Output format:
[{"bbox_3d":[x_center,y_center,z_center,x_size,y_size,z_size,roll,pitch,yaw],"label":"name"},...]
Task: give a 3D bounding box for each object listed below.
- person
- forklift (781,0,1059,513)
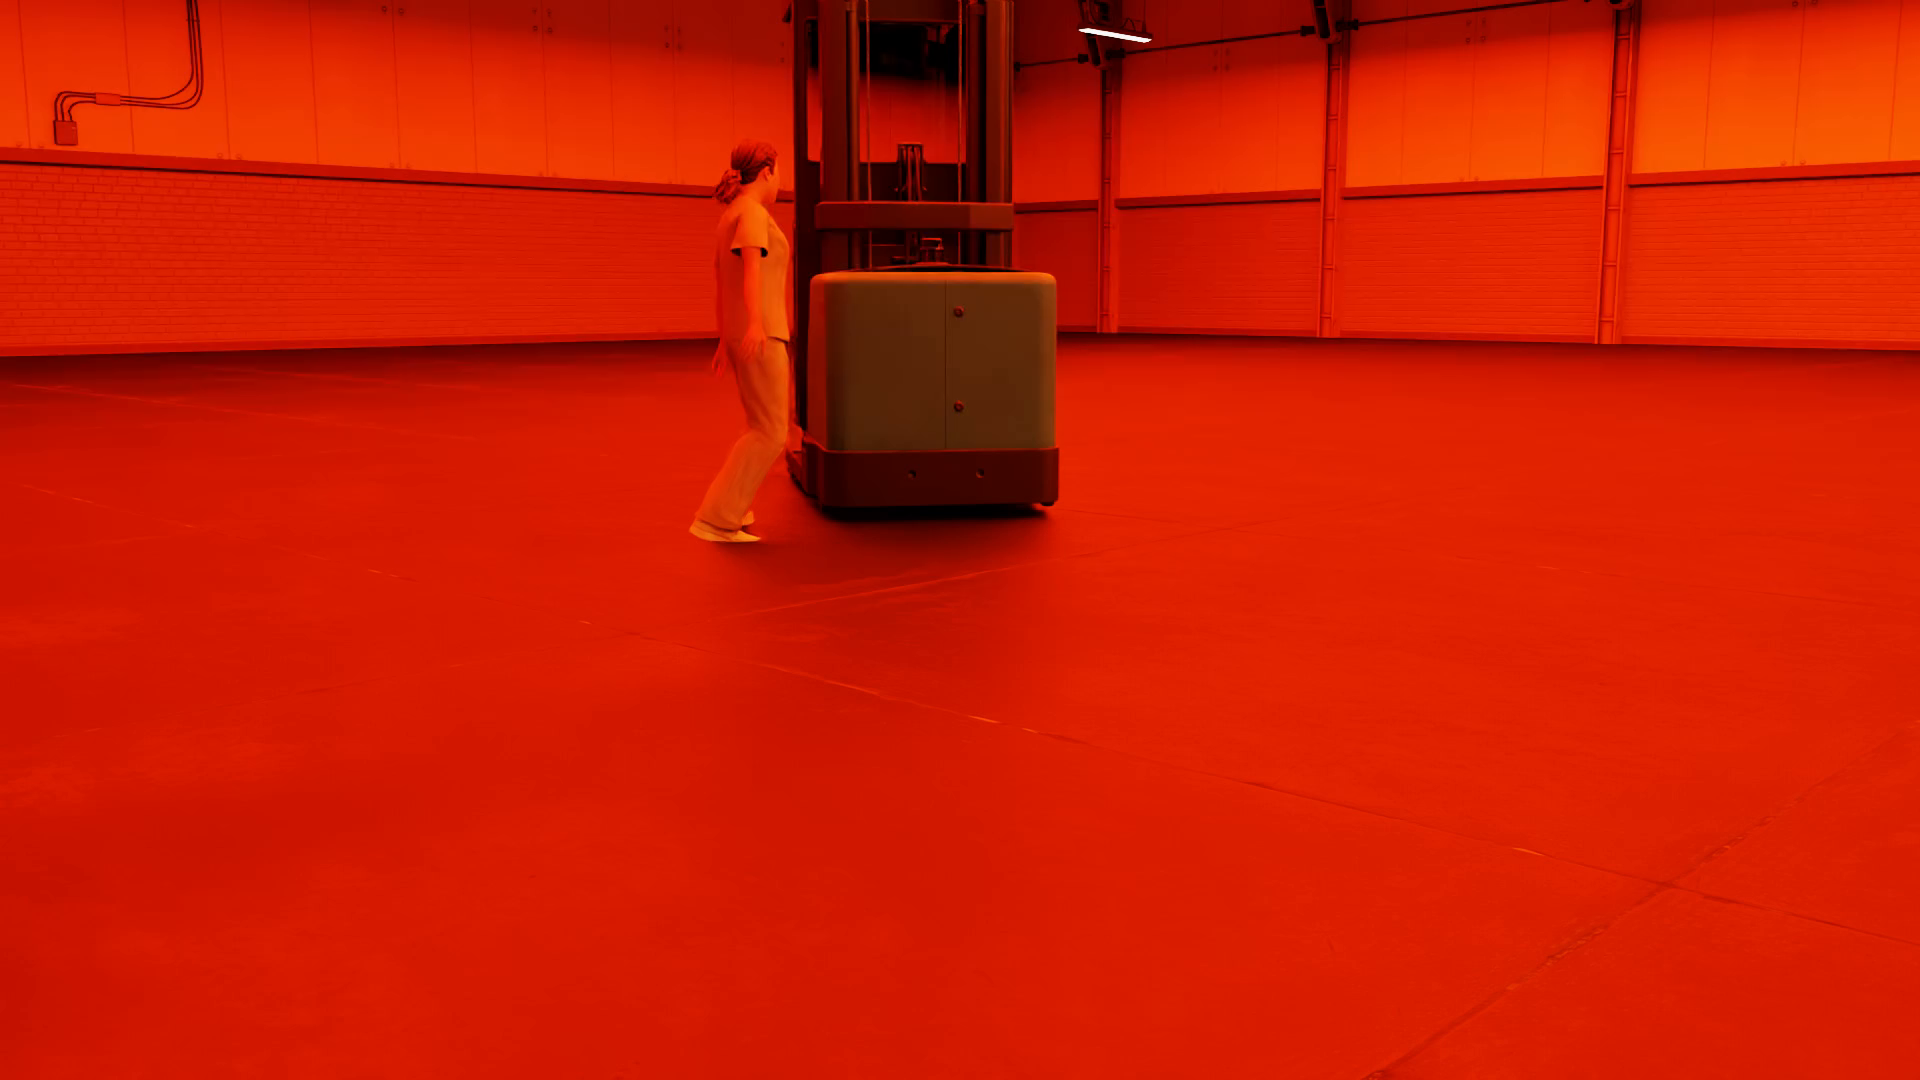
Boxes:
[{"bbox_3d":[-0.900,-0.792,6.736,0.478,1.646,0.804,-3,9,-18],"label":"person"},{"bbox_3d":[-0.324,-1.752,8.507,1.130,2.935,3.031,-2,9,-10],"label":"forklift"}]
